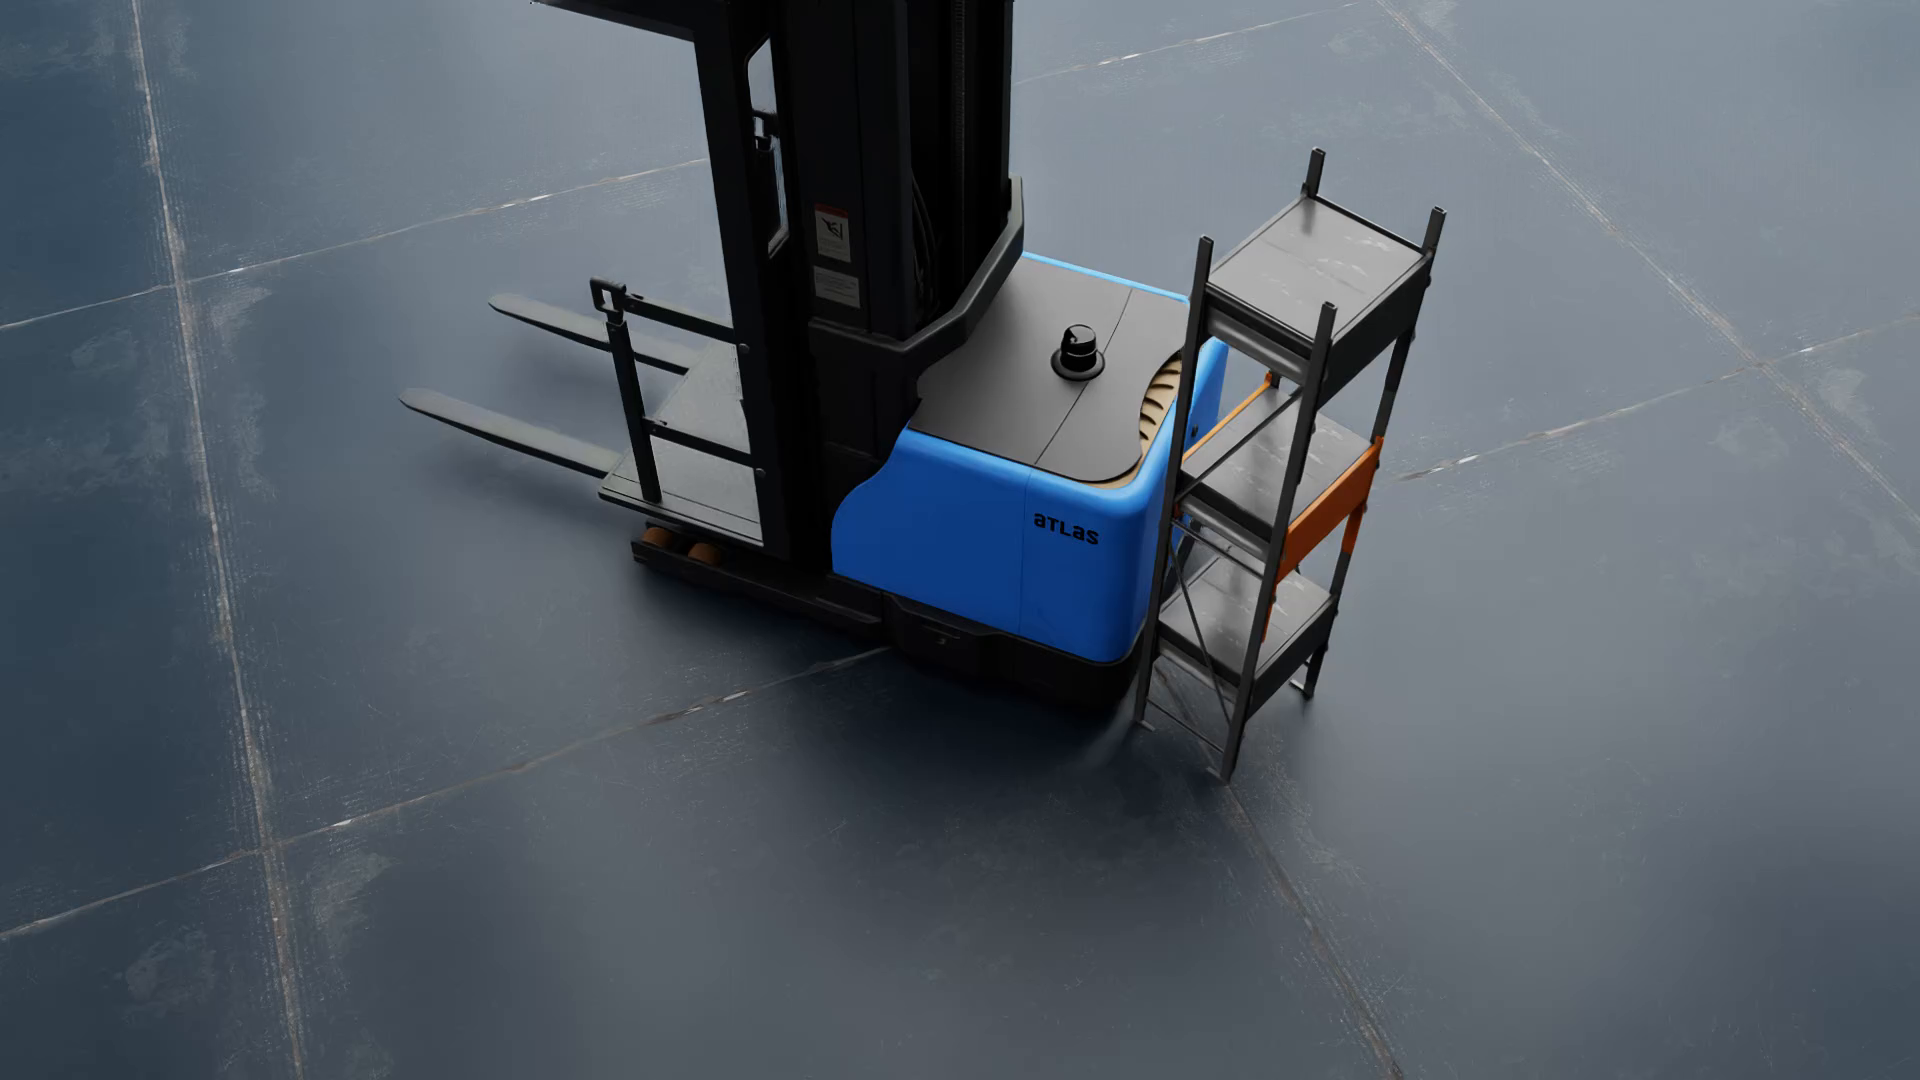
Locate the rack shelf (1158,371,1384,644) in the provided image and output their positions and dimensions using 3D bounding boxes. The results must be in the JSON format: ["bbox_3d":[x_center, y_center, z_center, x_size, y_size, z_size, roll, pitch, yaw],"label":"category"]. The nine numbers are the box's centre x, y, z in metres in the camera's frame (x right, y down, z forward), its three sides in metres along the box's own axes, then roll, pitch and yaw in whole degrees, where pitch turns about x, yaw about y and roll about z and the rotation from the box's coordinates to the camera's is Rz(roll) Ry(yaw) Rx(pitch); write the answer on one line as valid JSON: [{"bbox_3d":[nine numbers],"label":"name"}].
[{"bbox_3d":[0.912,-0.098,4.968,0.431,0.518,0.480,35,58,26],"label":"rack shelf"}]

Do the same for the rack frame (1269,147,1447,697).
[{"bbox_3d":[1.076,-0.244,5.075,0.400,2.100,0.015,35,58,26],"label":"rack frame"}]

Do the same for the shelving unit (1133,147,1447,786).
[{"bbox_3d":[0.912,-0.107,4.958,0.431,2.100,0.503,35,58,26],"label":"shelving unit"}]

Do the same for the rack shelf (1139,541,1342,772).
[{"bbox_3d":[0.912,0.358,5.499,0.431,0.518,0.480,35,58,26],"label":"rack shelf"}]

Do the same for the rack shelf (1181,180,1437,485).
[{"bbox_3d":[0.912,-0.554,4.437,0.431,0.518,0.480,35,58,26],"label":"rack shelf"}]

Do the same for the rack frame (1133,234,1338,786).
[{"bbox_3d":[0.747,0.030,4.840,0.400,2.100,0.015,35,58,26],"label":"rack frame"}]

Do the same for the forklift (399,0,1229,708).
[{"bbox_3d":[-0.651,-1.132,5.290,3.031,2.935,1.130,18,52,15],"label":"forklift"}]
